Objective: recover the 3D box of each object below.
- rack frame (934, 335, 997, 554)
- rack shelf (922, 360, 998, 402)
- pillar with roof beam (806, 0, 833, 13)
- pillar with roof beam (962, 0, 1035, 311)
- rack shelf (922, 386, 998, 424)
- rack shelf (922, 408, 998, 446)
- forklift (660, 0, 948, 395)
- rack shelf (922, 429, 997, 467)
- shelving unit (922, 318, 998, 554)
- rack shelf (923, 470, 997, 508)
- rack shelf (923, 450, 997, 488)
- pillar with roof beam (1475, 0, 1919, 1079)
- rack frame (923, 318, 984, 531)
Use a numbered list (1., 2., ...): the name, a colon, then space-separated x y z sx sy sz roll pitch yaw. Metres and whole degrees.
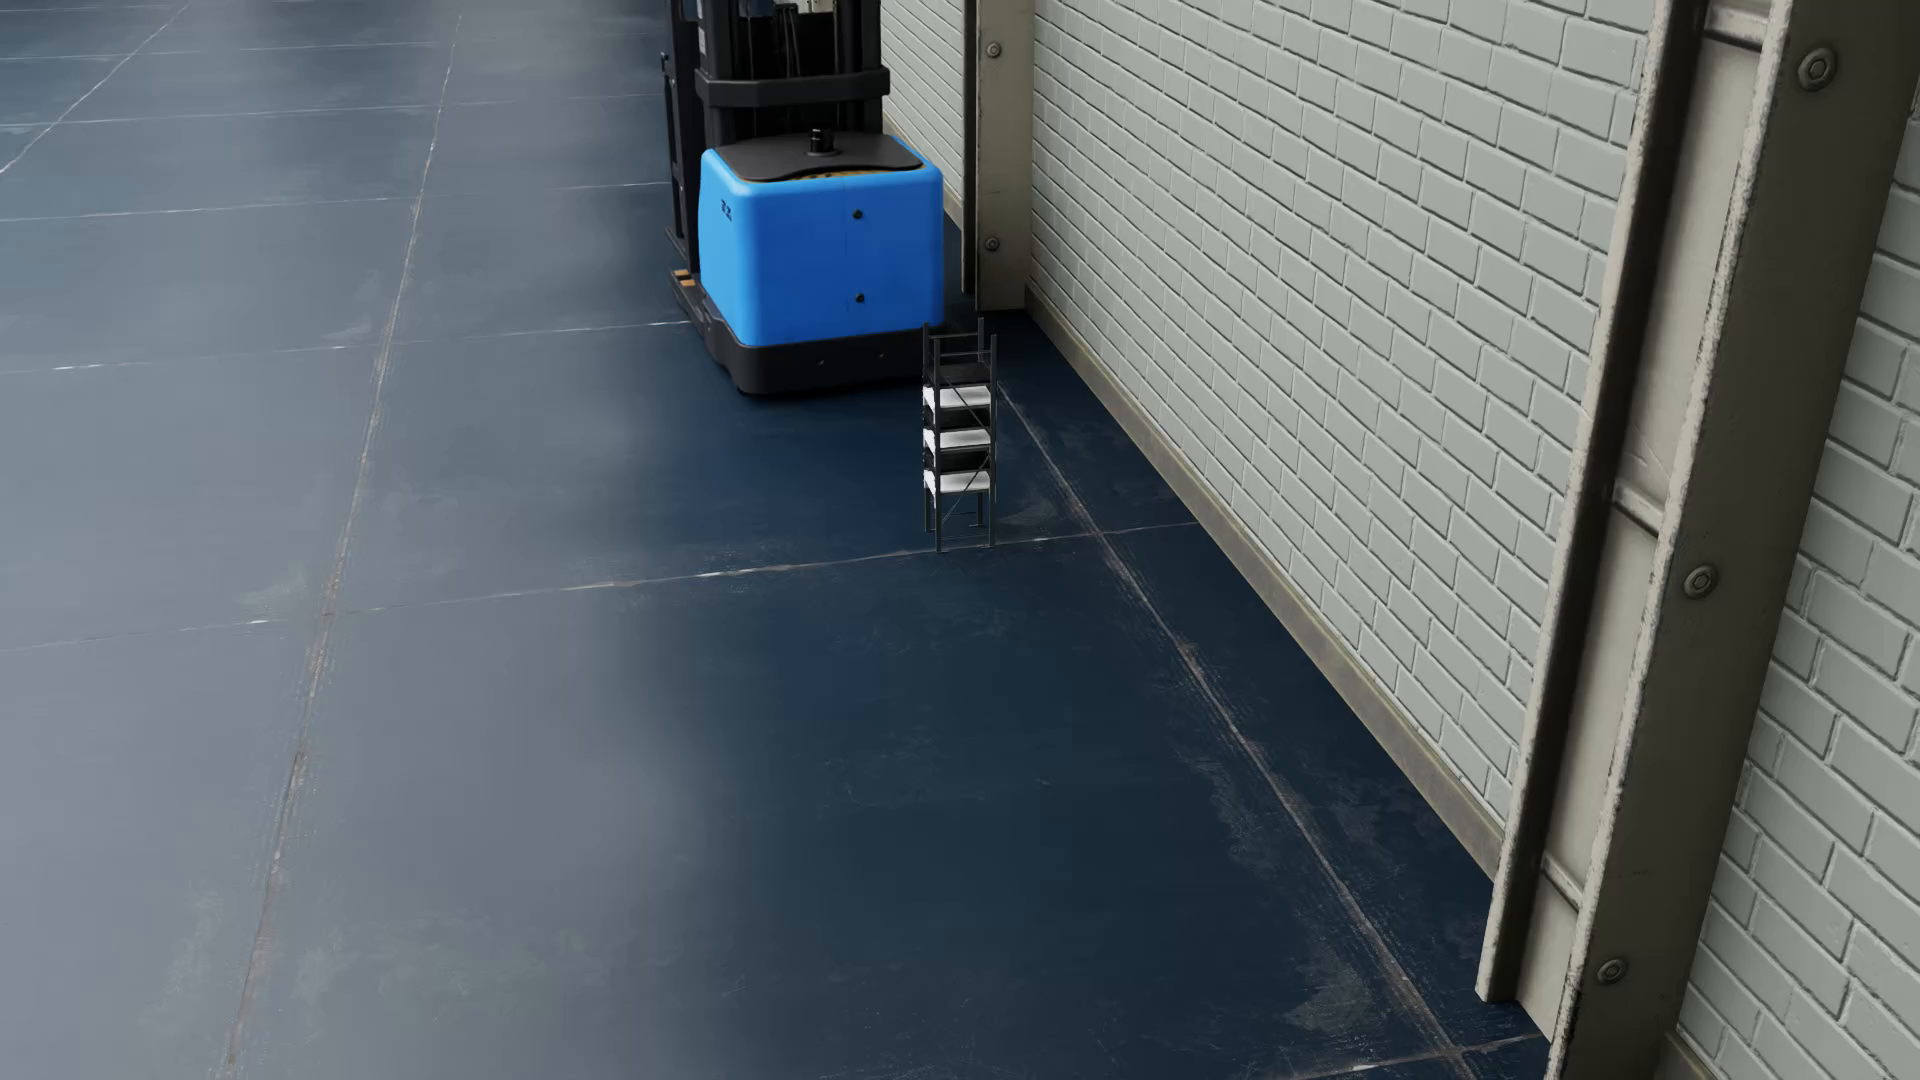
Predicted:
1. rack frame: 0.021 -0.361 6.466 0.240 0.900 0.006 -6 27 -12
2. rack shelf: -0.002 -0.617 6.448 0.258 0.077 0.200 -6 27 -12
3. pillar with roof beam: -5.344 -7.591 11.803 9.100 9.000 0.400 -6 27 -12
4. pillar with roof beam: -3.992 -4.957 6.585 9.100 9.000 0.400 -6 27 -12
5. rack shelf: -0.002 -0.536 6.488 0.258 0.077 0.200 -6 27 -12
6. rack shelf: -0.002 -0.456 6.529 0.258 0.077 0.200 -6 27 -12
7. forklift: -1.022 -2.650 8.747 1.130 2.935 3.031 -9 28 -17
8. rack shelf: -0.002 -0.376 6.569 0.258 0.077 0.200 -6 27 -12
9. shelving unit: -0.002 -0.405 6.554 0.258 0.900 0.210 -6 27 -12
10. rack shelf: -0.002 -0.215 6.650 0.258 0.077 0.200 -6 27 -12
11. rack shelf: -0.002 -0.295 6.610 0.258 0.077 0.200 -6 27 -12
12. pillar with roof beam: -2.640 -2.323 1.366 9.100 9.000 0.400 -6 27 -12
13. rack frame: -0.025 -0.450 6.643 0.240 0.900 0.006 -6 27 -12
